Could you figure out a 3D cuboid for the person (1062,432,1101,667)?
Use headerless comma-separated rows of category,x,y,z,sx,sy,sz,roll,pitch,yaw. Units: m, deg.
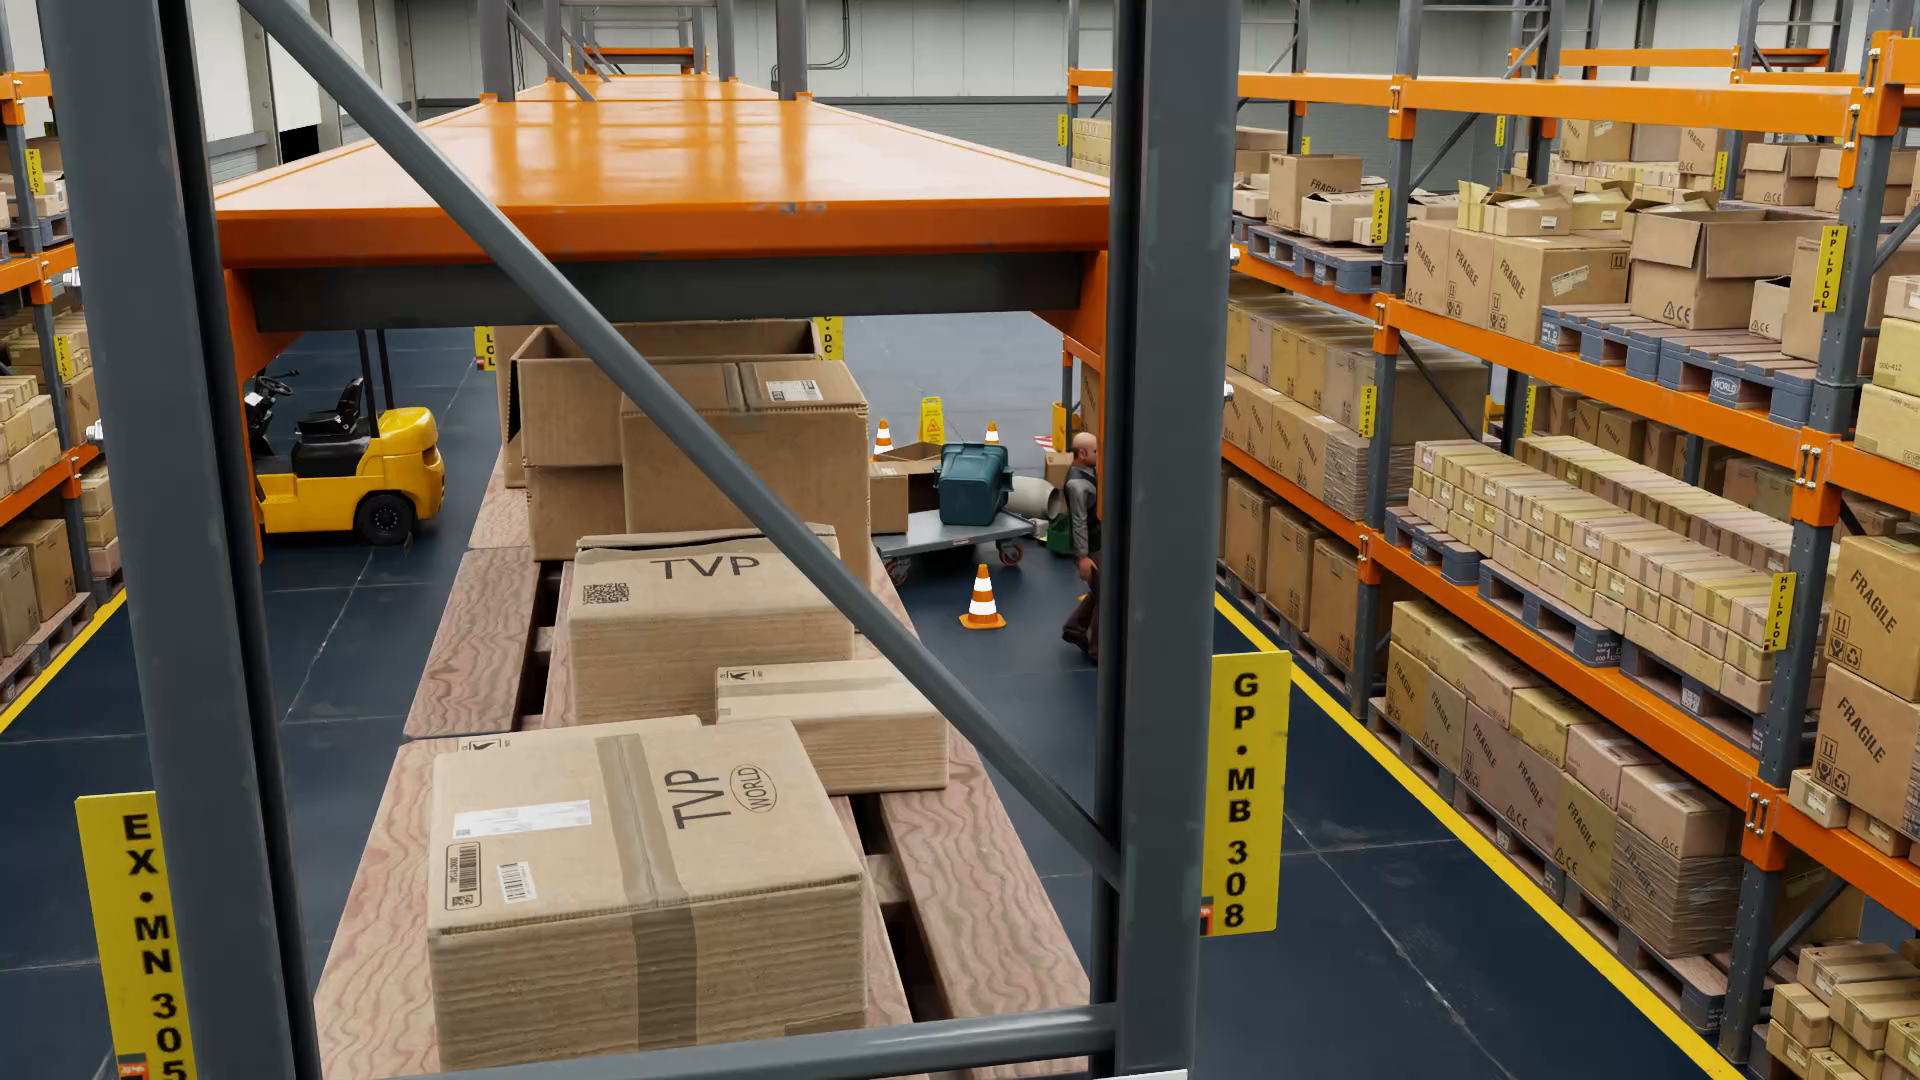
person,0.994,0.071,11.859,0.528,1.709,0.604,1,16,5
